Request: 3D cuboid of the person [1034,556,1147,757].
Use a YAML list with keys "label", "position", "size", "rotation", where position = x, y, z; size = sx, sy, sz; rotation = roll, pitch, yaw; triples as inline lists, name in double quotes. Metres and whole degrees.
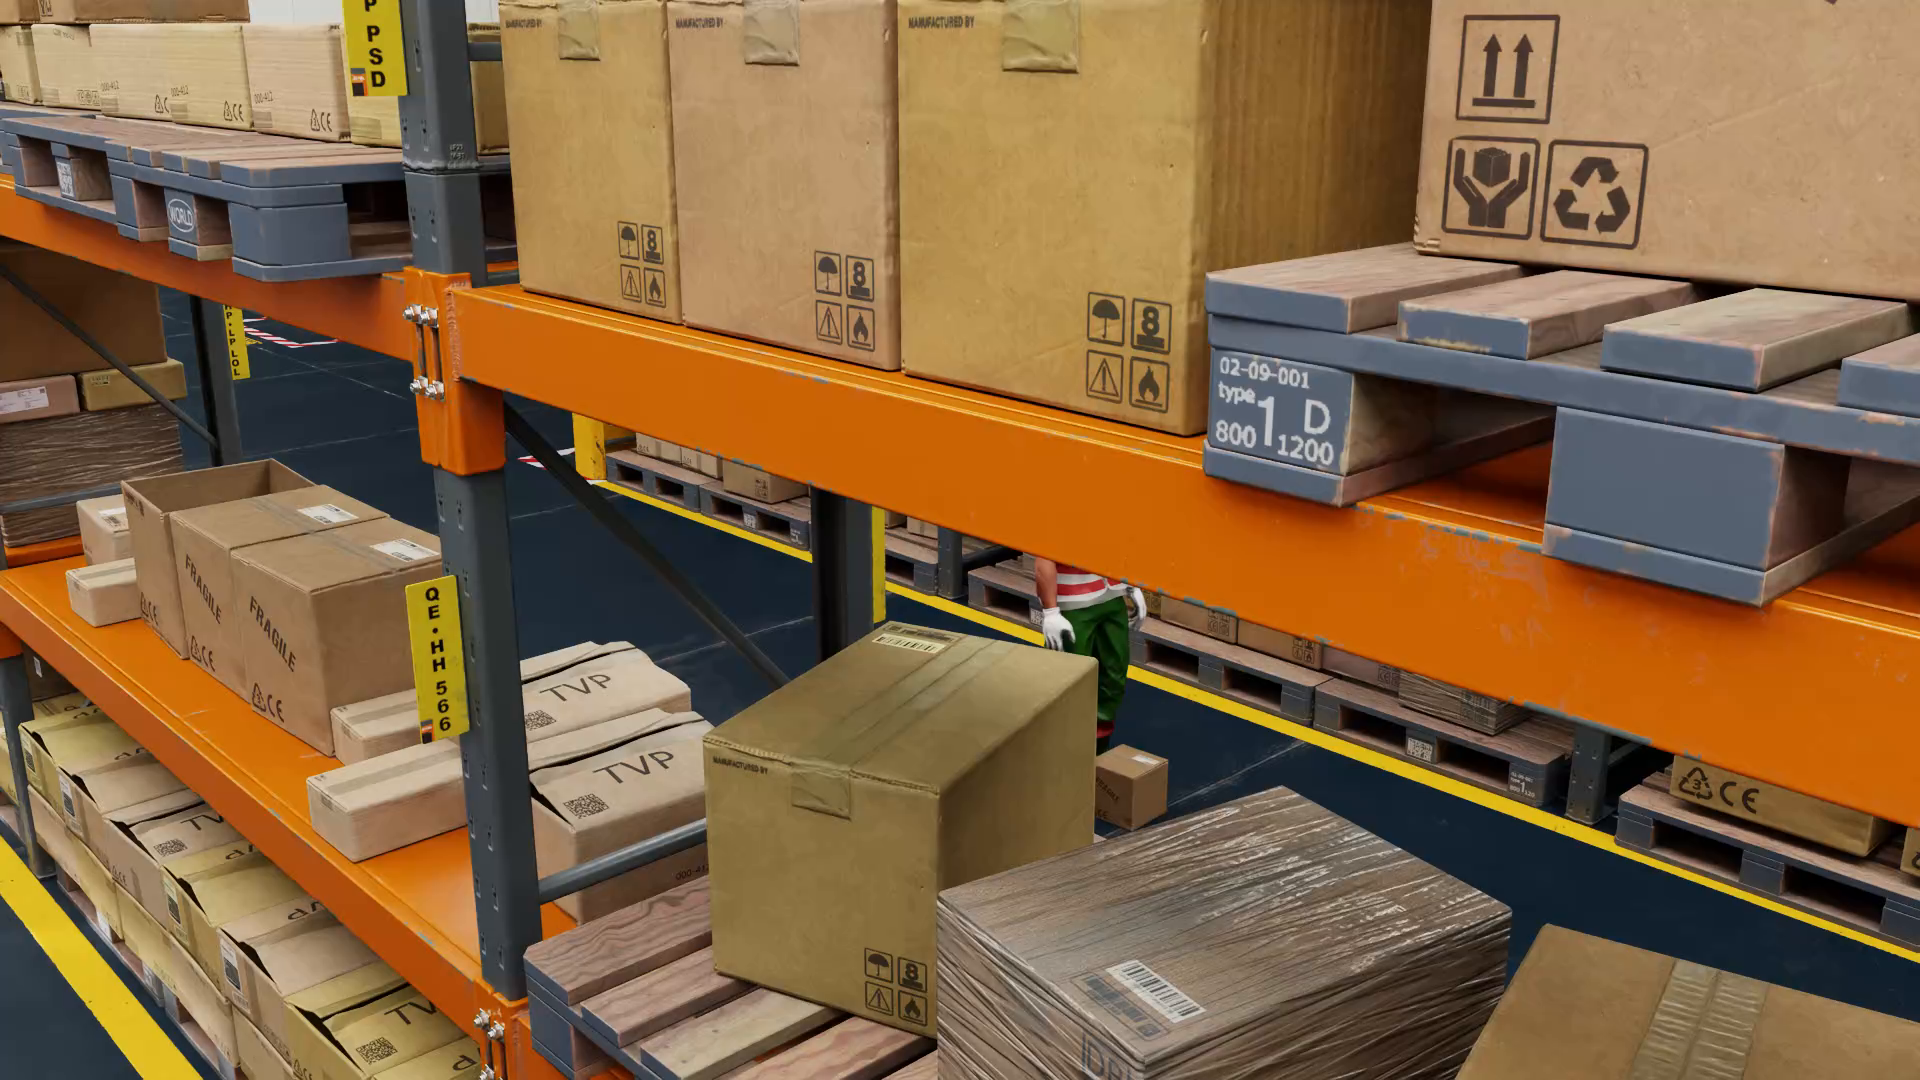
- label: "person"
  position: [0.562, 0.285, 7.093]
  size: [0.609, 1.780, 0.448]
  rotation: [-15, 23, -41]
